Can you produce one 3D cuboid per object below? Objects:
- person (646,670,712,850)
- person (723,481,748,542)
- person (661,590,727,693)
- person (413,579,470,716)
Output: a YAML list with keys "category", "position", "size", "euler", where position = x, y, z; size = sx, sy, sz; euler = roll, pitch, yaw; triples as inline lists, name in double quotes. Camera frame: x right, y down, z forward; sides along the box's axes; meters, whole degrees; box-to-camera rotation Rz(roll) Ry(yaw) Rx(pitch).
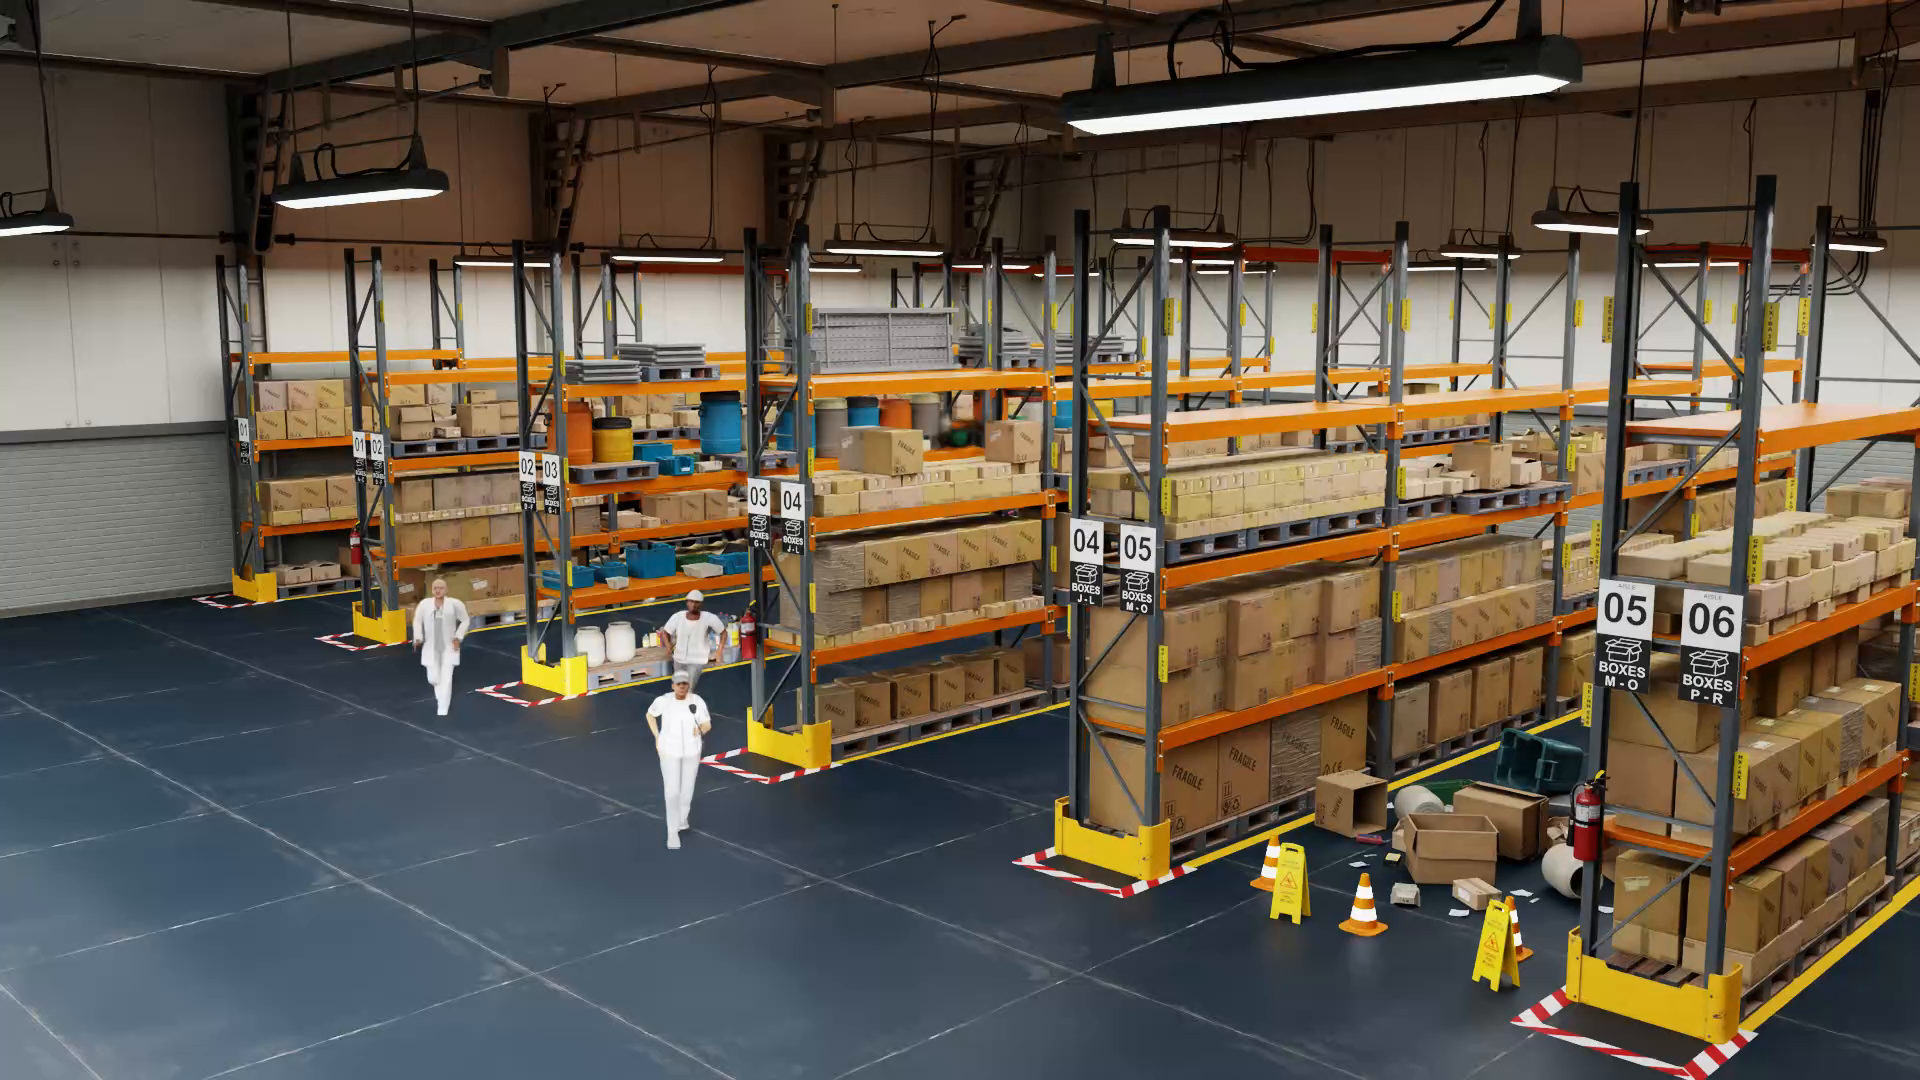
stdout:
- category: "person"
  position: [-2.690, 2.097, 16.052]
  size: [0.584, 1.728, 0.739]
  euler: [-3, 9, -20]
- category: "person"
  position: [-4.588, -0.518, 34.169]
  size: [0.659, 1.708, 0.677]
  euler: [6, 10, 37]
- category: "person"
  position: [-3.239, 1.479, 20.007]
  size: [0.758, 1.785, 0.835]
  euler: [2, 8, 12]
- category: "person"
  position: [-6.572, 1.334, 21.126]
  size: [0.704, 1.727, 0.675]
  euler: [-1, 8, -8]
